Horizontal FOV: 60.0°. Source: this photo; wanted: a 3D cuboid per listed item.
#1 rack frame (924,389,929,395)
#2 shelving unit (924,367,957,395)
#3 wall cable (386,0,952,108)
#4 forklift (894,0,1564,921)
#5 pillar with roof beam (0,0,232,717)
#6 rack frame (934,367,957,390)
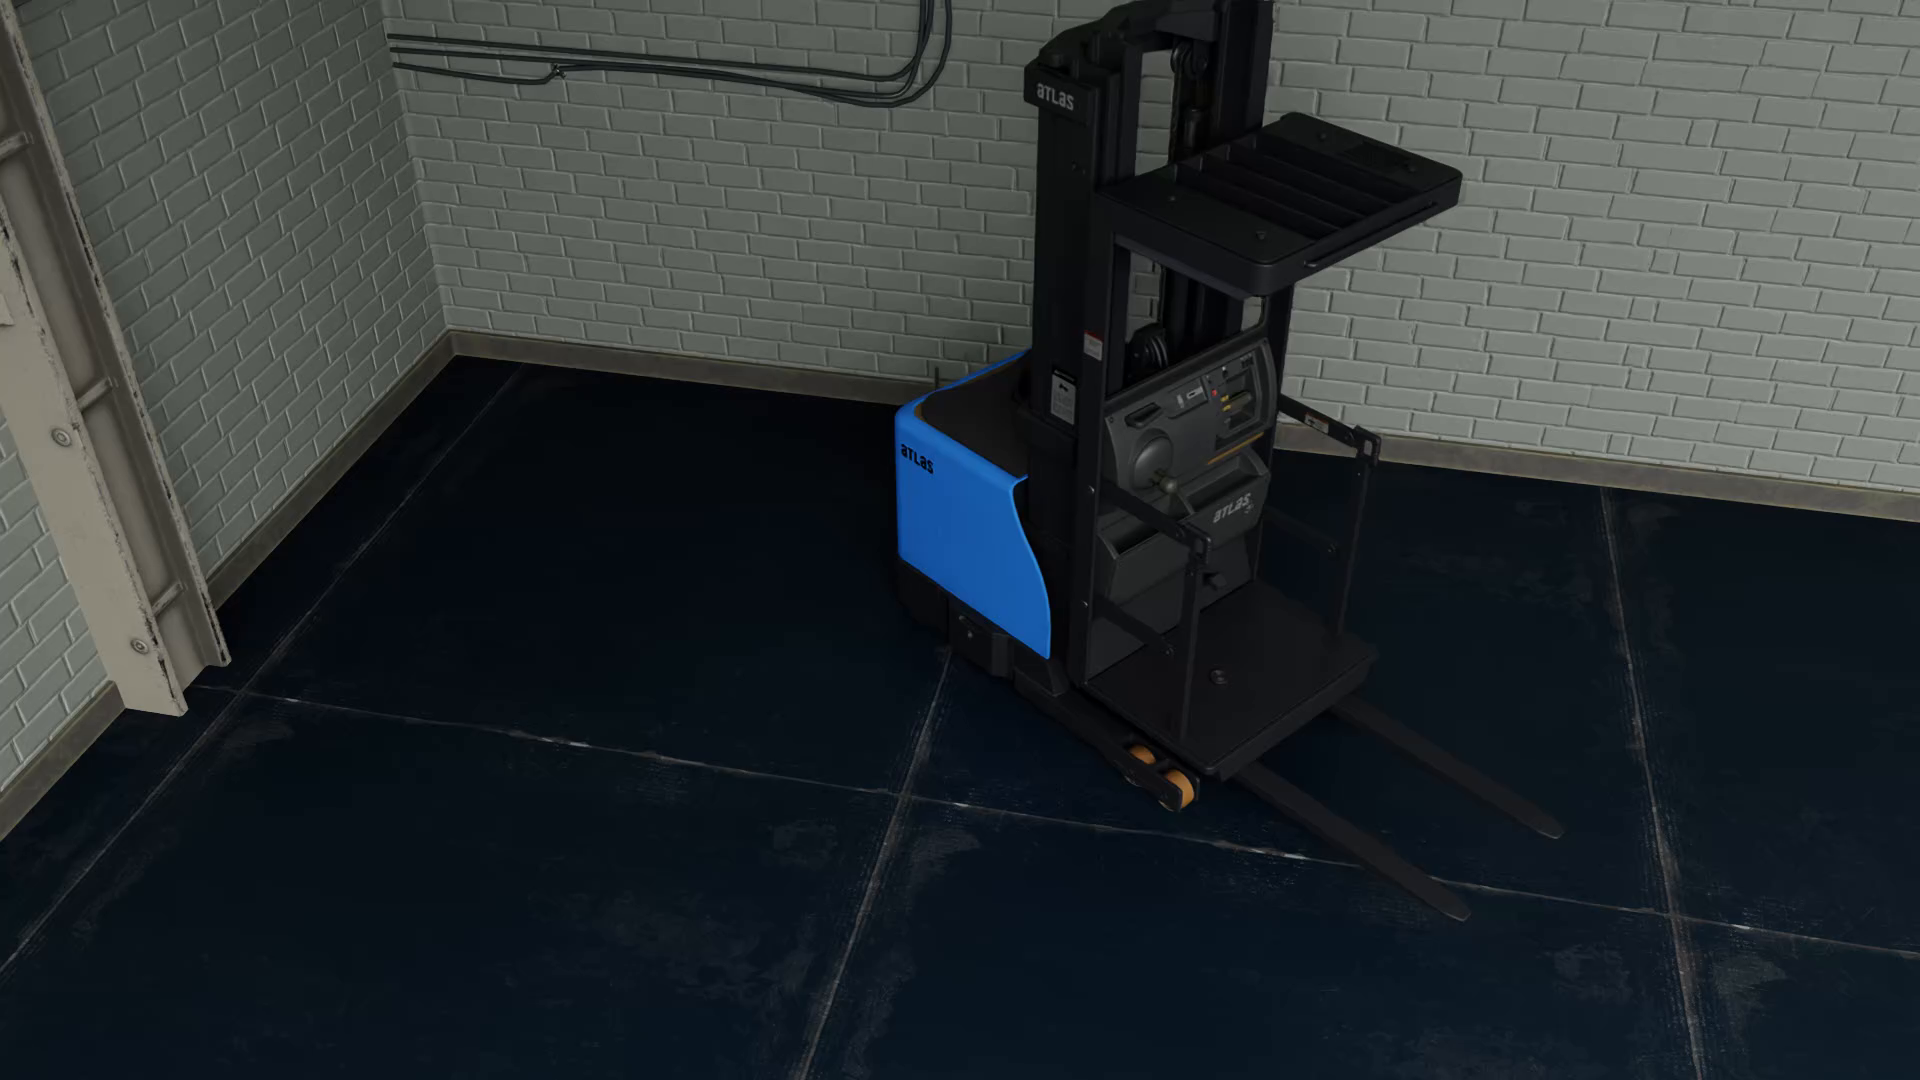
[{"bbox_3d":[-0.047,-0.317,7.920,0.240,0.900,0.006,7,37,10],"label":"rack frame"},{"bbox_3d":[-0.025,-0.375,8.001,0.258,0.900,0.210,7,37,10],"label":"shelving unit"},{"bbox_3d":[-1.556,-3.278,7.751,3.097,2.526,0.112,7,37,10],"label":"wall cable"},{"bbox_3d":[1.051,-0.429,6.345,1.130,2.935,3.031,-28,44,-33],"label":"forklift"},{"bbox_3d":[0.729,-2.473,3.994,9.100,9.000,0.400,7,37,10],"label":"pillar with roof beam"},{"bbox_3d":[-0.003,-0.433,8.081,0.240,0.900,0.006,7,37,10],"label":"rack frame"}]
